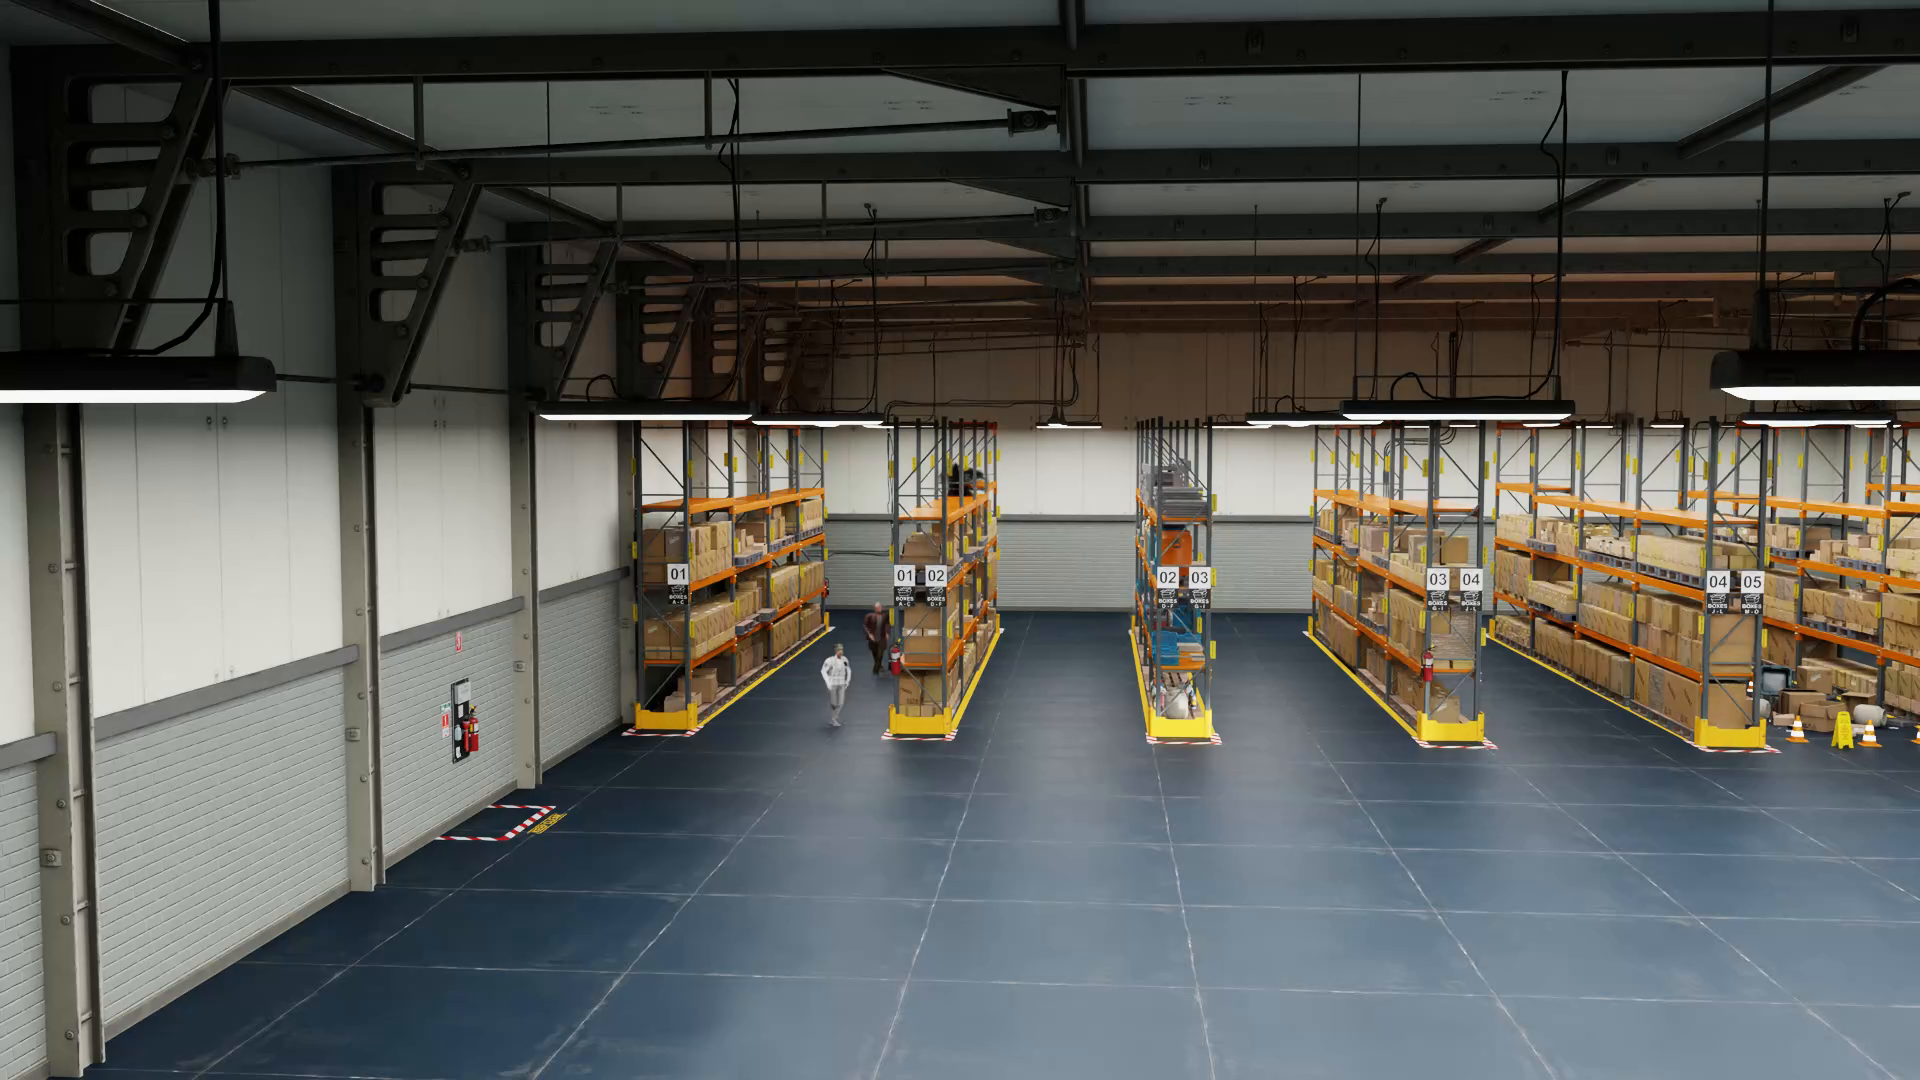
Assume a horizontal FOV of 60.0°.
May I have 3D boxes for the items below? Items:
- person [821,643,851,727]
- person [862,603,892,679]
[{"bbox_3d":[-2.410,2.801,32.391,0.618,1.632,0.482,-1,4,-20],"label":"person"},{"bbox_3d":[-1.930,2.328,38.846,0.710,1.763,0.805,0,4,-3],"label":"person"}]
